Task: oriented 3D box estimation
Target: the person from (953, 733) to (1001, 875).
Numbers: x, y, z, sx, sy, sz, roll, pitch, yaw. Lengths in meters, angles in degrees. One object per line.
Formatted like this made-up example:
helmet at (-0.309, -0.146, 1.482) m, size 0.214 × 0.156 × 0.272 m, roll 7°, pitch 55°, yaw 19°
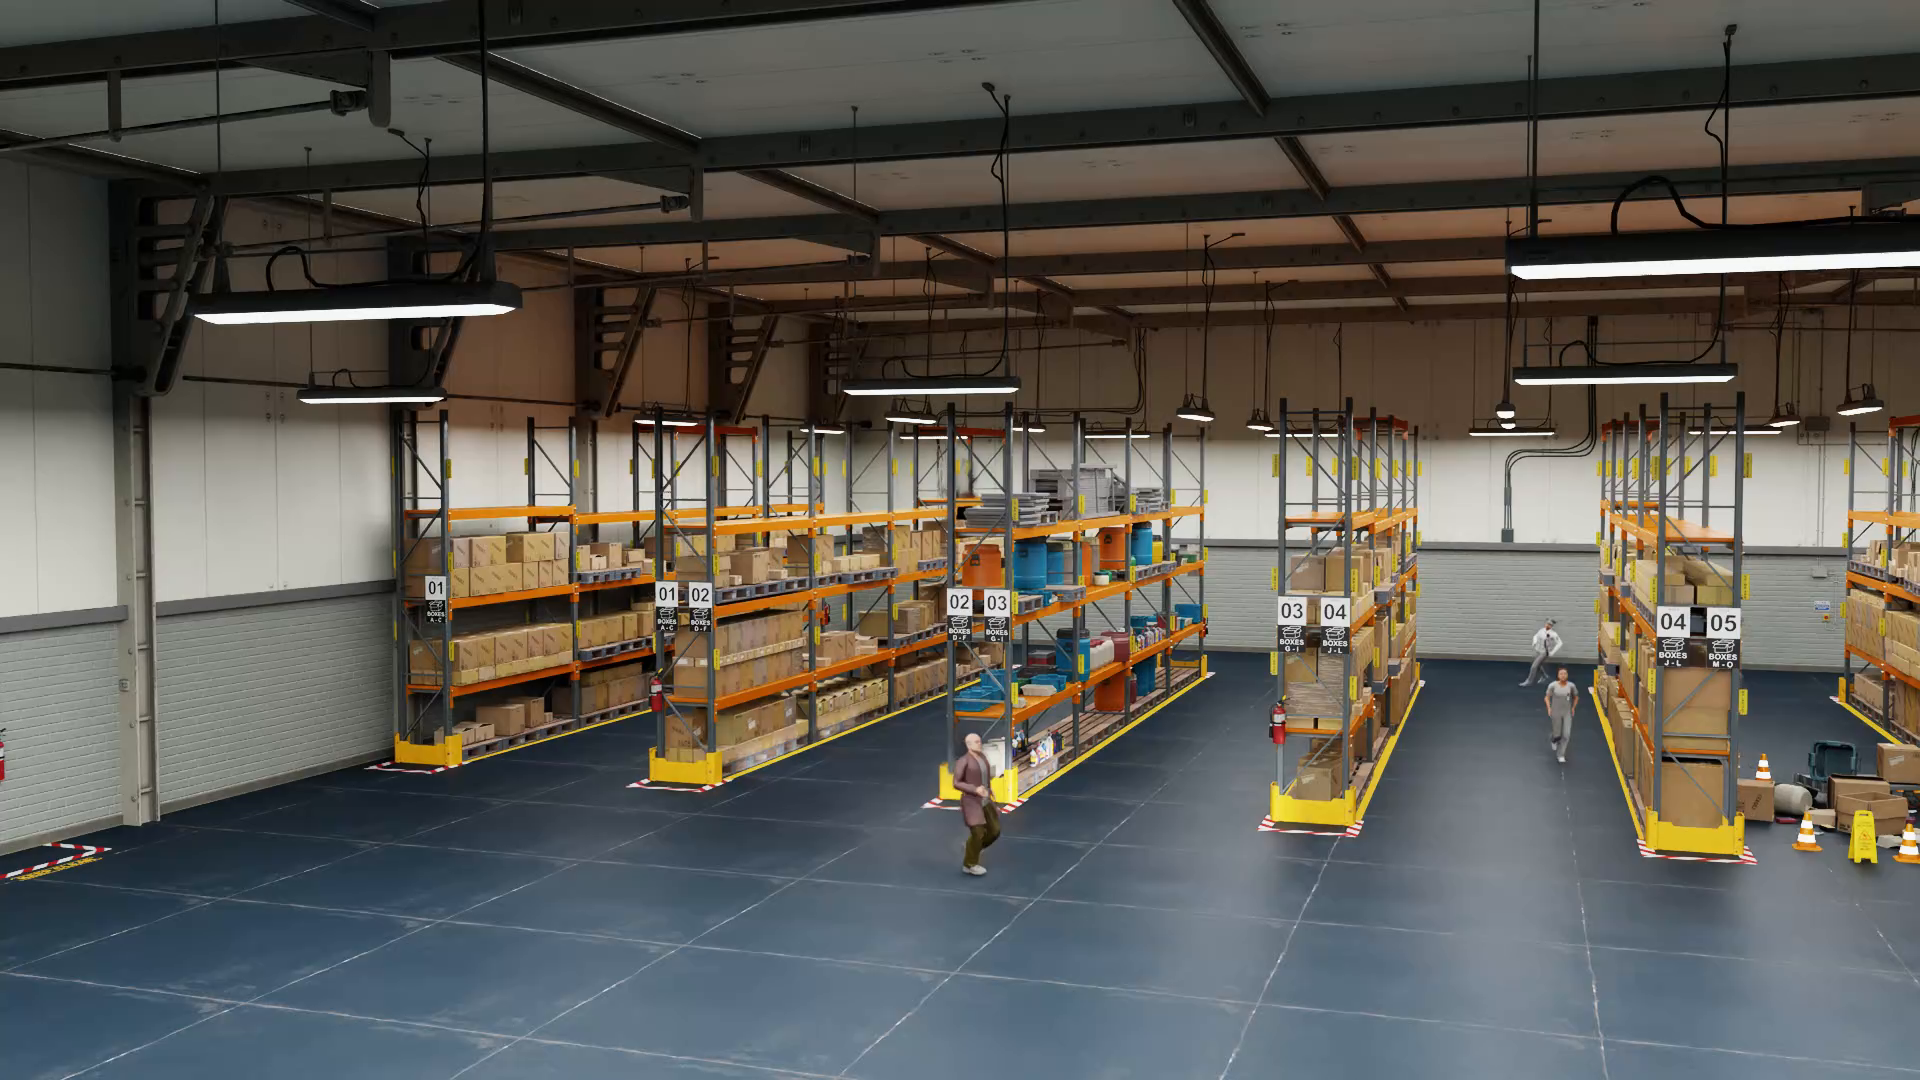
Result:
person at (0.234, 3.248, 20.468) m, size 0.649 × 1.730 × 0.702 m, roll 2°, pitch 3°, yaw 42°

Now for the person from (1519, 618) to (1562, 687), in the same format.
person at (13.241, 2.561, 38.100) m, size 0.815 × 1.599 × 0.791 m, roll 0°, pitch 2°, yaw -5°

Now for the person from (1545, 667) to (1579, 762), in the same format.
person at (10.326, 2.973, 28.555) m, size 0.550 × 1.621 × 0.622 m, roll 1°, pitch 3°, yaw 13°
